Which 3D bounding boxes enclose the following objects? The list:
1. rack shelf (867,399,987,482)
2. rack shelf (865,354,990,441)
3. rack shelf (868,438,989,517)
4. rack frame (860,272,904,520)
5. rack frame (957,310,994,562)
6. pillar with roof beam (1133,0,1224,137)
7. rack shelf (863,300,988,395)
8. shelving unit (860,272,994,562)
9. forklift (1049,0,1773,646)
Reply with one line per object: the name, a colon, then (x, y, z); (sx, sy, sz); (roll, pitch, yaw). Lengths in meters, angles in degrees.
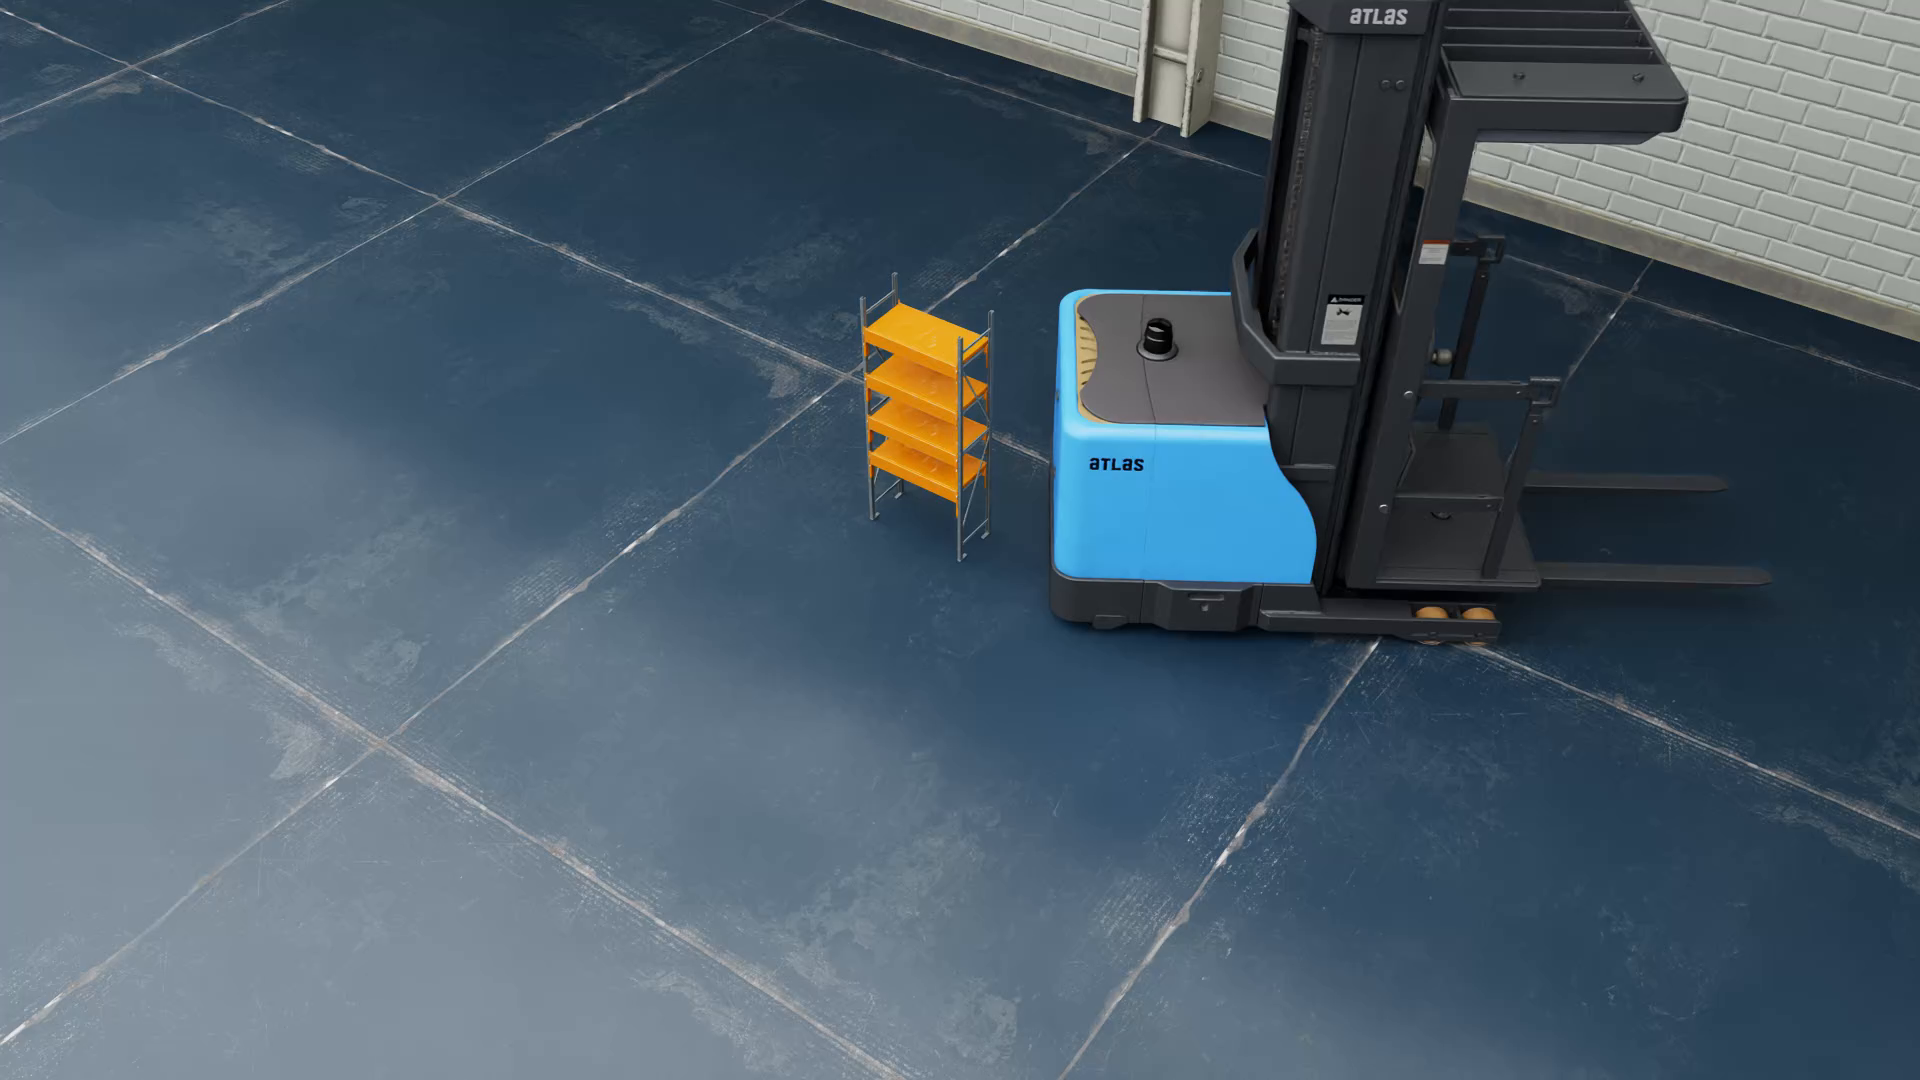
rack shelf: (-0.136, -0.460, 7.214); (0.480, 0.148, 0.258); (25, 48, 25)
rack shelf: (-0.136, -0.627, 7.065); (0.480, 0.148, 0.258); (25, 48, 25)
rack shelf: (-0.136, -0.312, 7.346); (0.480, 0.148, 0.258); (25, 48, 25)
rack frame: (-0.335, -0.604, 7.273); (0.015, 1.200, 0.240); (25, 48, 25)
rack frame: (0.064, -0.417, 7.065); (0.015, 1.200, 0.240); (25, 48, 25)
pillar with roof beam: (-1.139, -3.649, 4.828); (0.400, 9.000, 9.100); (25, 48, 25)
rack shelf: (-0.136, -0.803, 6.907); (0.480, 0.148, 0.258); (25, 48, 25)
shelving unit: (-0.136, -0.511, 7.169); (0.503, 1.200, 0.258); (25, 48, 25)
forklift: (1.910, -1.010, 6.429); (3.031, 2.935, 1.130); (1, 42, 2)
